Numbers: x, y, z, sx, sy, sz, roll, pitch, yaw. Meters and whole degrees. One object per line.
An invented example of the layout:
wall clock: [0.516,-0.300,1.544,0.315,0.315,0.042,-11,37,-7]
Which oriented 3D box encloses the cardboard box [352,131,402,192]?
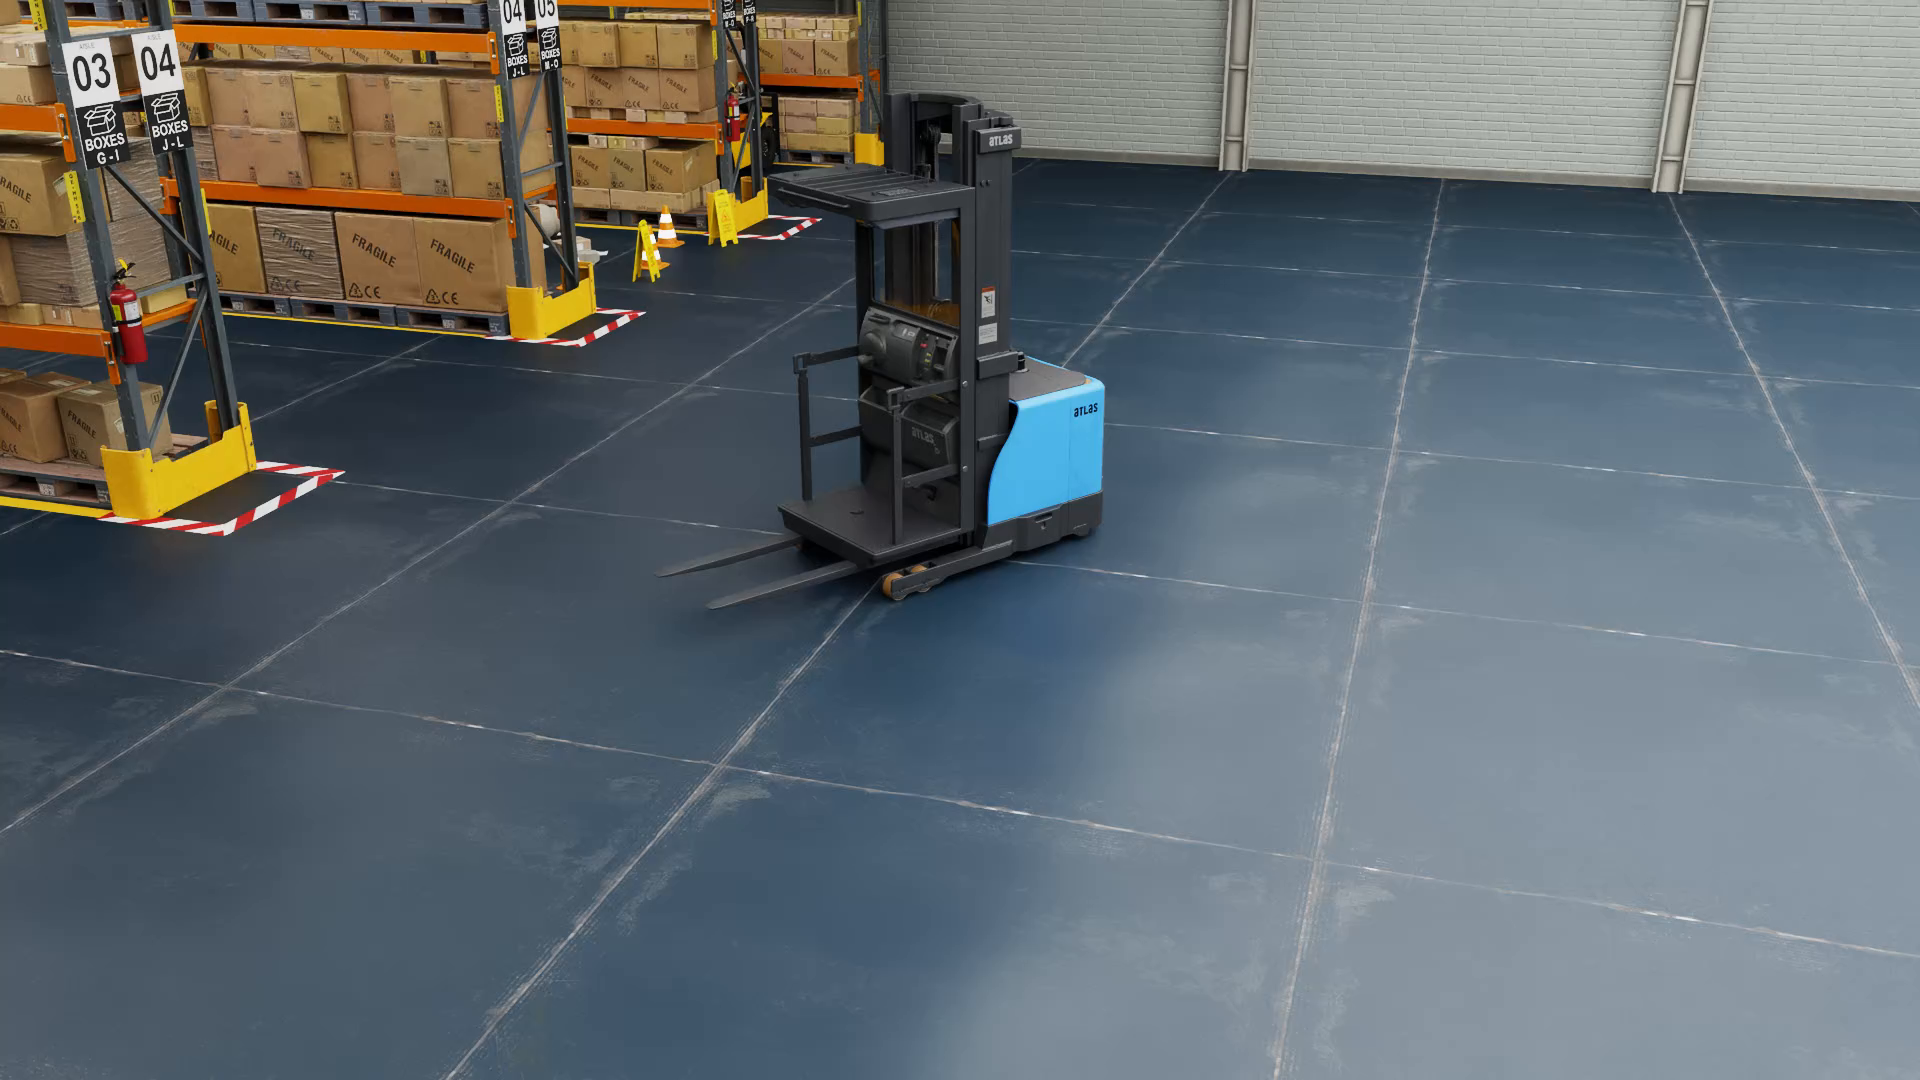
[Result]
cardboard box: [-5.442,-3.787,16.353,0.550,0.550,0.875,7,23,16]

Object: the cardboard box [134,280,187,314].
cardboard box: [-5.774,-1.745,11.903,0.250,0.149,0.380,7,23,16]

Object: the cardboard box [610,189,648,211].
cardboard box: [-4.053,-4.317,20.911,0.500,0.250,0.500,7,23,16]

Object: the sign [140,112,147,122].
sign: [-8.018,-4.274,16.315,0.005,0.325,0.100,7,23,16]

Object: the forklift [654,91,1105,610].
forklift: [-0.491,-1.206,10.347,3.031,2.935,1.130,-17,28,-36]

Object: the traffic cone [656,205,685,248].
traffic cone: [-3.492,-3.749,19.799,0.334,0.463,0.336,7,23,16]

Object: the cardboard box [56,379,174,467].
cardboard box: [-6.163,-0.856,12.144,0.500,0.500,0.500,11,25,25]

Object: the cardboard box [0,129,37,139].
cardboard box: [-6.974,-2.661,11.963,0.500,0.500,0.500,7,23,16]

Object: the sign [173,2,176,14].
sign: [-12.915,-8.666,27.303,0.005,0.325,0.100,7,23,16]

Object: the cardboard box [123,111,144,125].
cardboard box: [-8.347,-4.534,16.922,0.500,0.500,0.700,6,23,15]

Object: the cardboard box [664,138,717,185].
cardboard box: [-3.423,-4.804,21.112,0.500,0.500,0.500,6,23,14]

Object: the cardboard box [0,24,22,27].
cardboard box: [-6.736,-3.491,11.548,0.250,0.149,0.380,6,23,15]

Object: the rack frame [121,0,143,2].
rack frame: [-7.870,-6.749,15.865,0.127,3.000,1.000,7,23,16]

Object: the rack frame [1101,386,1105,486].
rack frame: [0.905,-0.619,11.594,0.240,0.900,0.006,-15,27,-33]

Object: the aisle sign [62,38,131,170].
aisle sign: [-5.597,-2.830,10.792,0.004,0.787,0.394,7,23,16]

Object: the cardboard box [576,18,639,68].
cardboard box: [-4.260,-6.044,20.211,0.500,0.500,0.700,6,23,15]

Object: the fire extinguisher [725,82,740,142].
fire extinguisher: [-2.731,-5.128,19.921,0.183,0.674,0.296,7,23,16]

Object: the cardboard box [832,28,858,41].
cardboard box: [-1.690,-7.430,24.446,0.250,0.149,0.380,7,23,16]

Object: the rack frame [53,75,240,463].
rack frame: [-5.570,-1.743,11.568,0.127,3.000,1.000,7,23,16]

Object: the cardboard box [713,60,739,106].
cardboard box: [-3.081,-5.681,20.642,0.500,0.500,0.500,6,23,15]

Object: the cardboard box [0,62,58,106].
cardboard box: [-6.105,-3.022,10.931,0.500,0.250,0.500,7,23,17]

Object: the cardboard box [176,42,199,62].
cardboard box: [-10.003,-6.466,22.003,0.500,0.500,0.500,6,23,14]

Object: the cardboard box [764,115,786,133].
cardboard box: [-2.811,-6.349,25.207,0.500,0.250,0.500,6,23,14]

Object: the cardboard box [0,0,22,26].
cardboard box: [-6.913,-3.807,11.464,0.500,0.500,0.500,6,23,15]

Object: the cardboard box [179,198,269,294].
cardboard box: [-7.288,-3.090,17.097,0.875,0.875,0.875,7,23,16]

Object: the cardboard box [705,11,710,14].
cardboard box: [-3.728,-8.038,25.535,0.250,0.149,0.380,6,23,15]

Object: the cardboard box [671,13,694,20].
cardboard box: [-4.147,-7.842,25.056,0.250,0.149,0.380,7,23,17]

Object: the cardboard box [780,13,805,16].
cardboard box: [-2.527,-7.863,25.109,0.250,0.149,0.380,7,23,17]

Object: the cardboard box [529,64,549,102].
cardboard box: [-5.232,-5.711,20.715,0.500,0.500,0.500,6,23,15]

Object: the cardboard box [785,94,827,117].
cardboard box: [-2.299,-6.524,24.974,0.500,0.250,0.500,7,23,16]

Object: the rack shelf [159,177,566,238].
rack shelf: [-5.955,-3.421,16.605,4.000,0.370,1.077,7,23,16]

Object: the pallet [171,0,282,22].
pallet: [-7.090,-5.226,16.223,1.213,0.211,1.003,7,23,16]

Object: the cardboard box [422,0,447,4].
cardboard box: [-4.698,-4.988,15.171,0.250,0.149,0.380,7,23,16]

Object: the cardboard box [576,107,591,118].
cardboard box: [-4.585,-5.366,20.729,0.250,0.149,0.380,7,23,16]

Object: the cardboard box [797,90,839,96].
cardboard box: [-2.162,-6.708,25.422,0.500,0.250,0.500,7,23,16]

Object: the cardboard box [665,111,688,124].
cardboard box: [-3.402,-5.179,20.273,0.250,0.149,0.380,6,23,15]

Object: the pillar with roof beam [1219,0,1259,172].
pillar with roof beam: [2.817,-8.105,19.172,0.400,9.000,9.100,7,23,16]

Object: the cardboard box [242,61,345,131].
cardboard box: [-6.489,-4.362,16.331,0.550,0.550,0.875,7,23,16]

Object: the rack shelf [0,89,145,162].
rack shelf: [-7.485,-3.018,11.670,4.000,0.370,1.077,7,23,16]

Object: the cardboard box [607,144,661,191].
cardboard box: [-4.050,-4.662,20.765,0.500,0.500,0.500,7,23,17]

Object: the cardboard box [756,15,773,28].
cardboard box: [-2.932,-7.698,24.706,0.250,0.149,0.380,7,23,17]

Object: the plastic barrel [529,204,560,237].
plastic barrel: [-5.122,-3.828,20.045,0.512,0.421,0.421,-14,26,-30]

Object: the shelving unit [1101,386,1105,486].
shelving unit: [0.846,-0.650,11.670,0.258,0.900,0.210,-15,27,-33]

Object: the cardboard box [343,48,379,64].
cardboard box: [-7.521,-6.182,21.311,0.500,0.500,0.500,7,23,16]

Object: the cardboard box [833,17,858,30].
cardboard box: [-1.681,-7.595,24.454,0.250,0.149,0.380,7,23,16]

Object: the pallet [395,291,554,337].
pallet: [-4.829,-2.304,16.608,1.213,0.211,1.003,7,23,15]

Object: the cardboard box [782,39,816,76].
cardboard box: [-2.318,-7.213,24.770,0.500,0.500,0.500,7,23,17]

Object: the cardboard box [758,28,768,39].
cardboard box: [-2.925,-7.562,24.767,0.250,0.149,0.380,7,23,16]

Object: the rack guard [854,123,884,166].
rack guard: [-1.254,-5.989,25.211,0.348,0.500,1.175,7,23,16]
